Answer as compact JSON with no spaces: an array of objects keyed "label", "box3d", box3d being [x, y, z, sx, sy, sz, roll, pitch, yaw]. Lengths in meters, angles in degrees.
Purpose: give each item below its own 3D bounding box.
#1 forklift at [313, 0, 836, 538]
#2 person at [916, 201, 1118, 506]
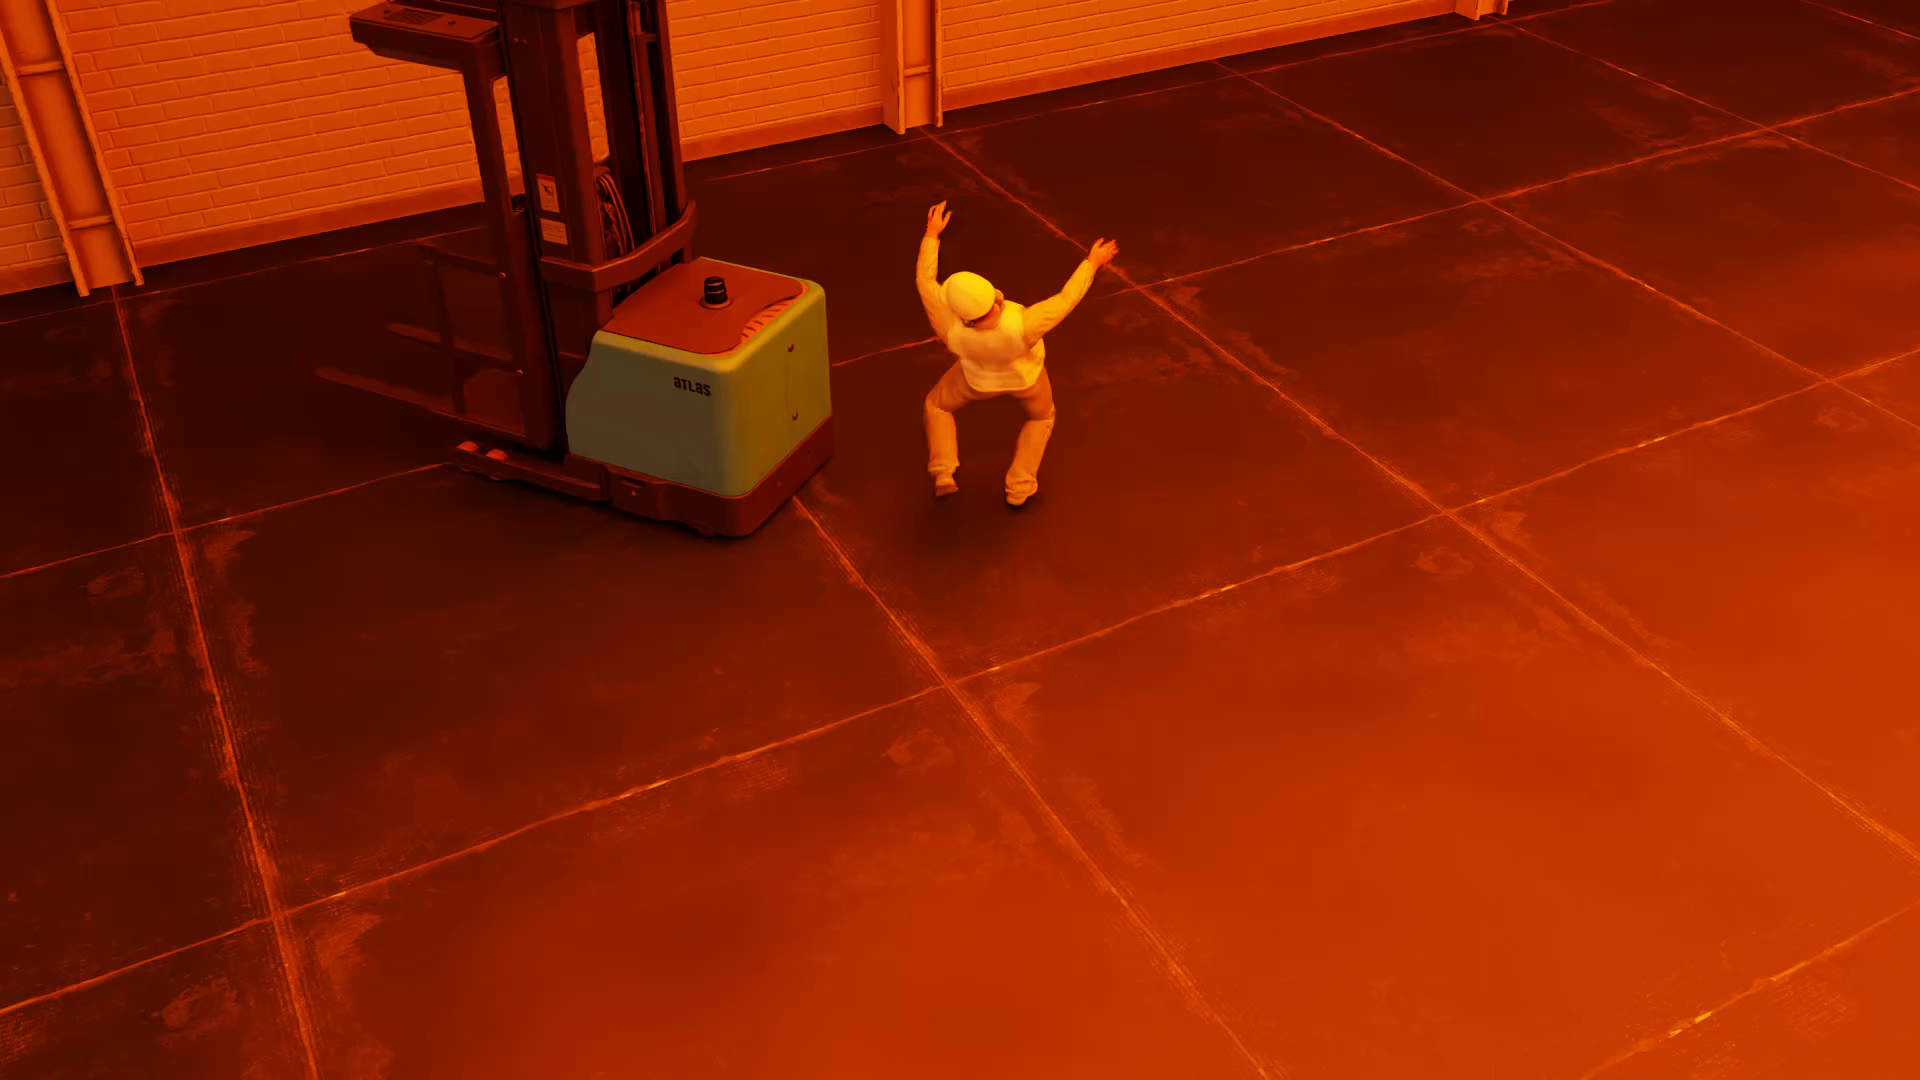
[{"label":"forklift","box3d":[-2.248,-1.782,8.644,3.031,2.935,1.130,15,38,21]},{"label":"person","box3d":[0.288,-0.871,8.490,1.018,1.595,0.705,0,35,0]}]
